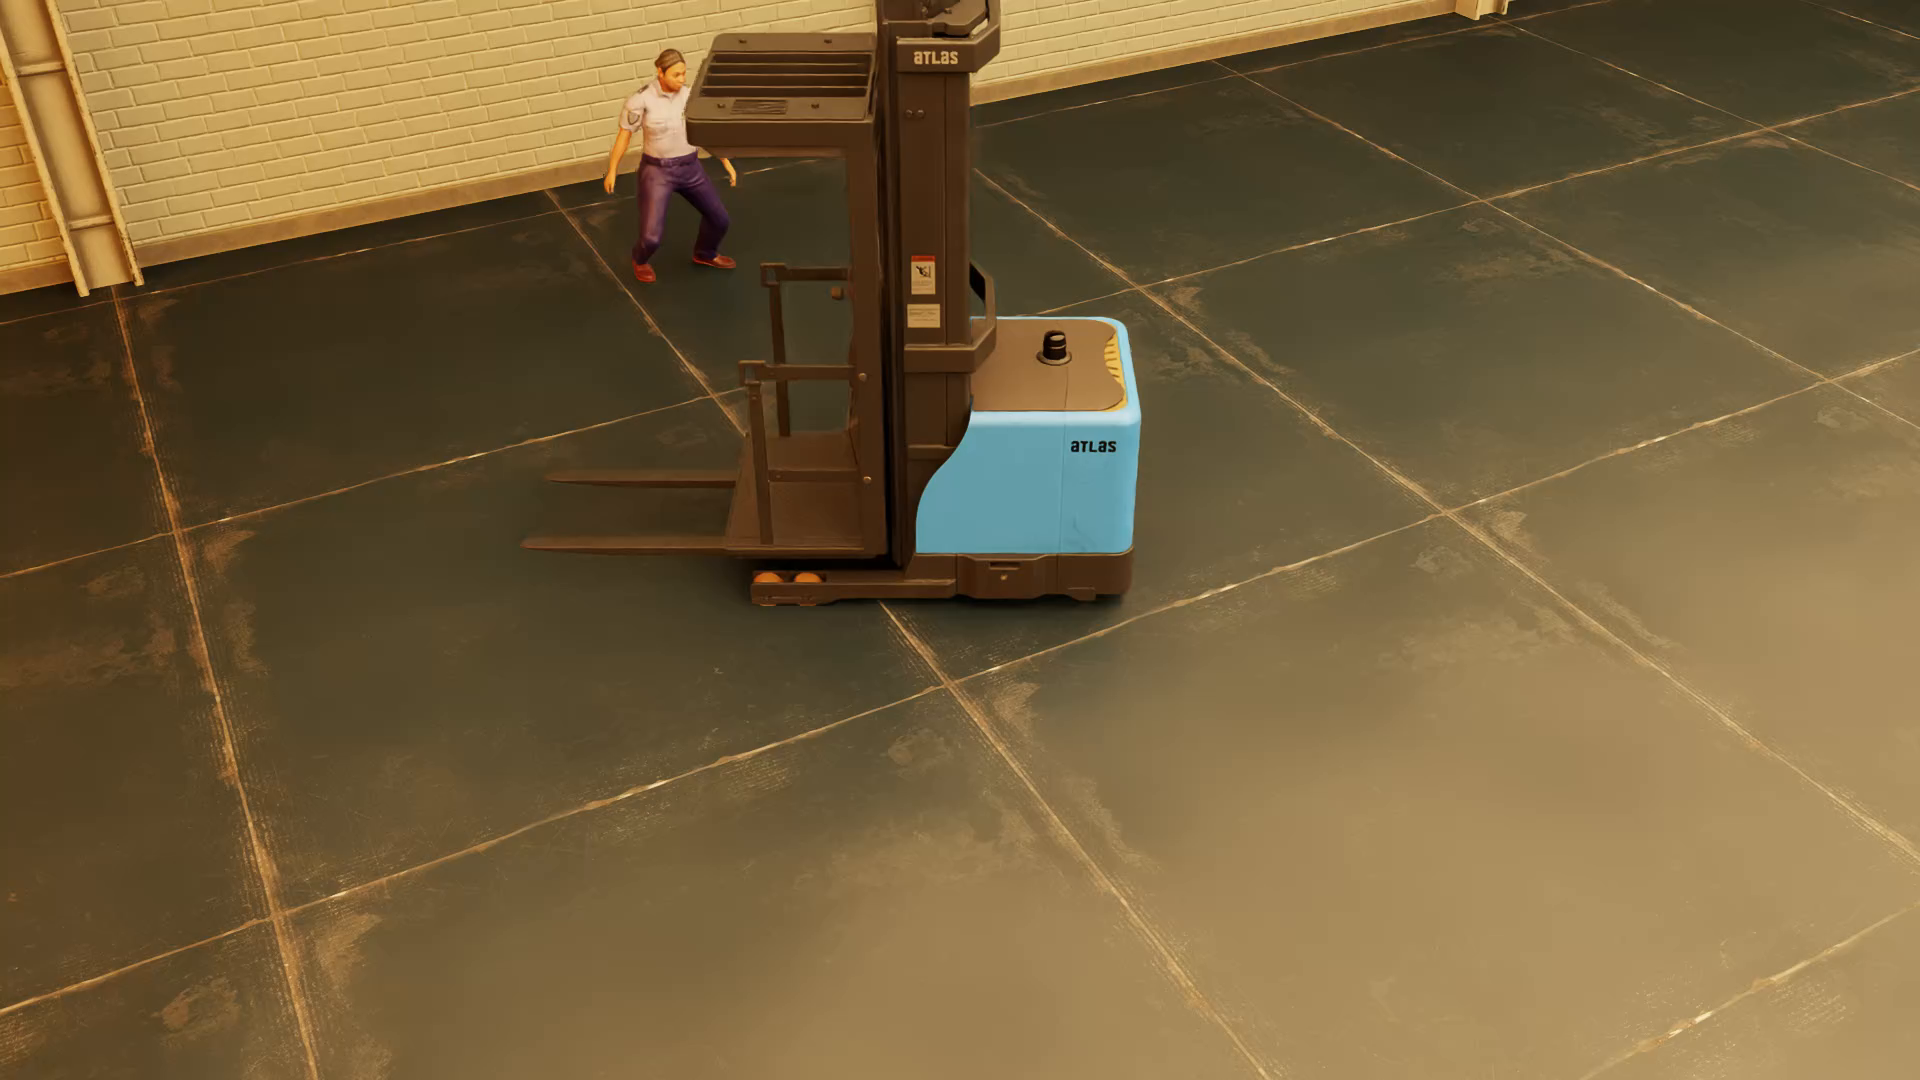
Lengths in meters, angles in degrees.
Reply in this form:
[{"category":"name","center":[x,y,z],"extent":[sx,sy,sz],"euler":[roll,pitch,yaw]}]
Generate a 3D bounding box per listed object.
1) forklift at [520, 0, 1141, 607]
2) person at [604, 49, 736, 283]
[{"category":"forklift","center":[-0.664,-1.174,7.784],"extent":[3.031,2.935,1.130],"euler":[0,35,0]},{"category":"person","center":[-1.858,-2.362,10.669],"extent":[0.839,1.566,0.504],"euler":[-17,39,-22]}]
